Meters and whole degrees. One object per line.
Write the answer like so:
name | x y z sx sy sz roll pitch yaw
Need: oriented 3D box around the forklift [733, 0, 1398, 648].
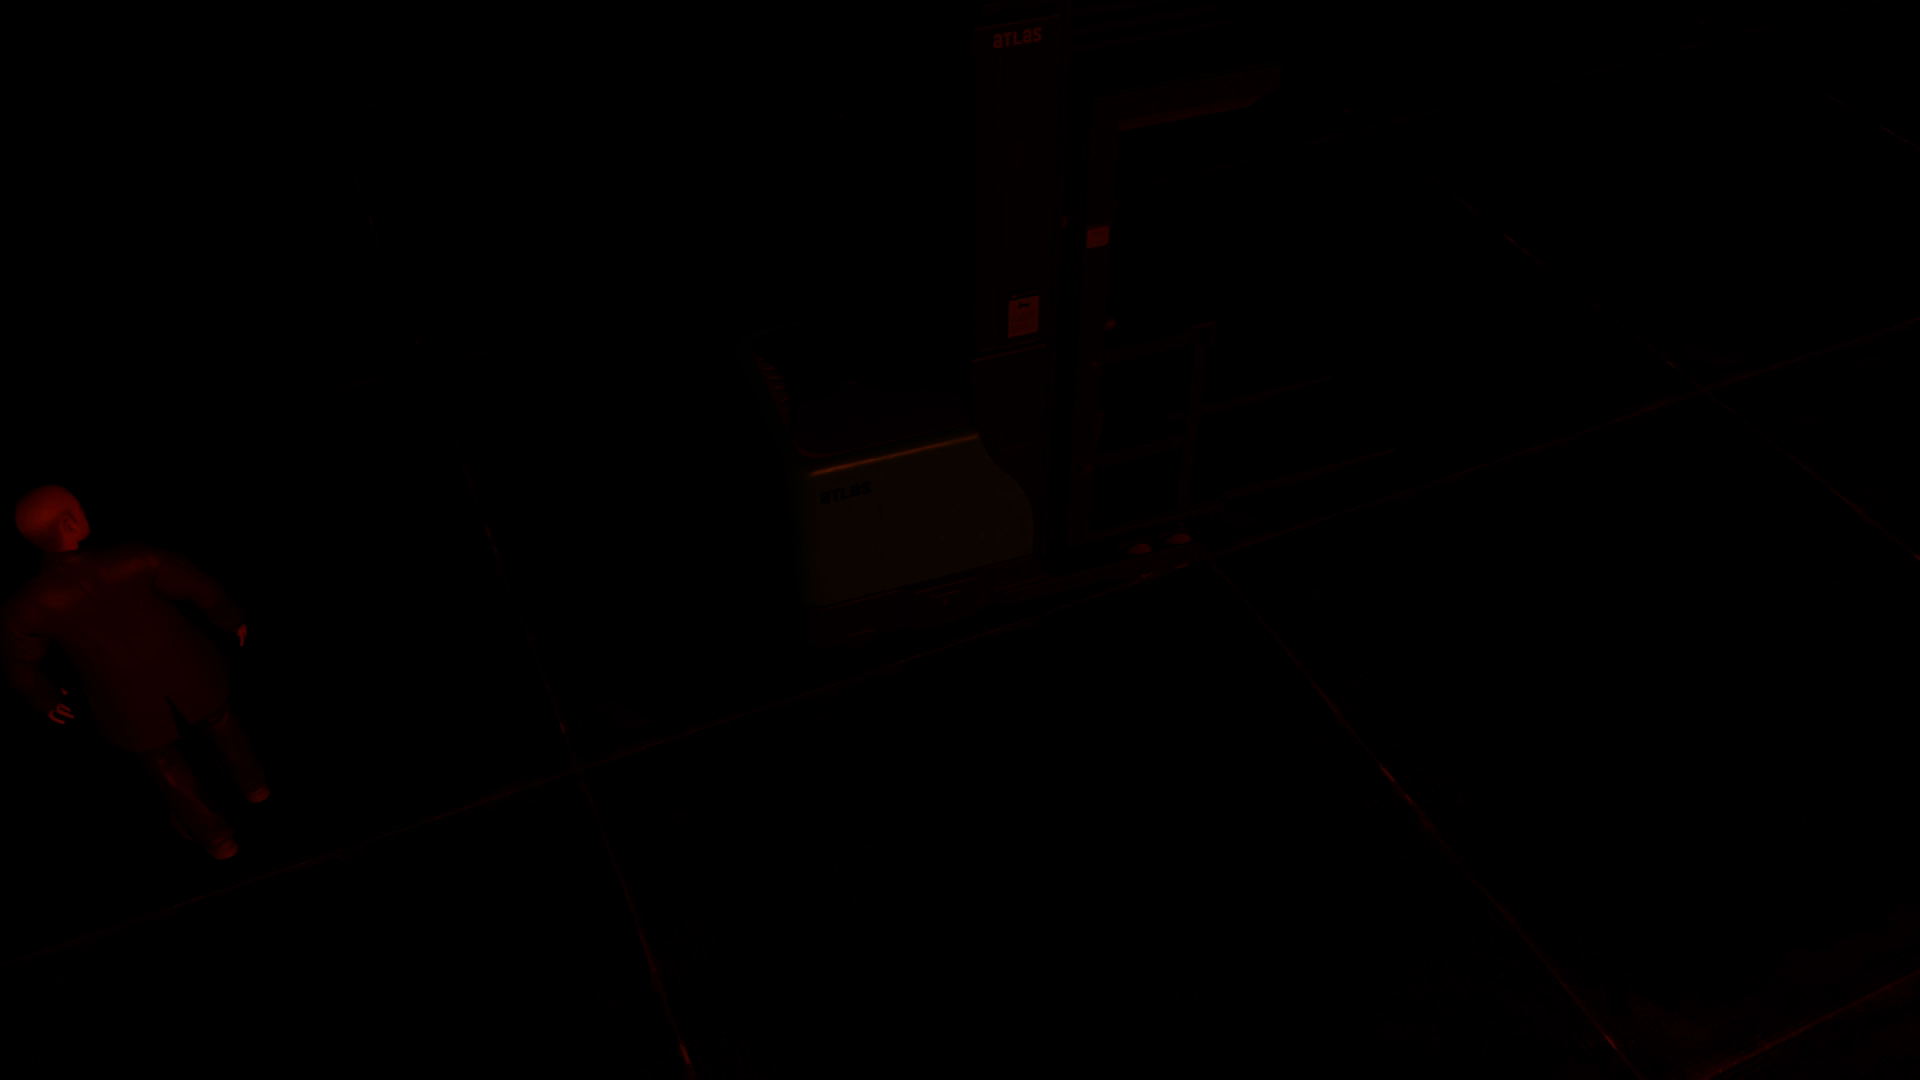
forklift | 0.572 -1.219 6.986 3.031 2.935 1.130 -14 45 -15

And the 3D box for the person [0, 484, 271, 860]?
person | -3.000 0.444 6.061 0.787 1.766 0.561 -28 50 -27
